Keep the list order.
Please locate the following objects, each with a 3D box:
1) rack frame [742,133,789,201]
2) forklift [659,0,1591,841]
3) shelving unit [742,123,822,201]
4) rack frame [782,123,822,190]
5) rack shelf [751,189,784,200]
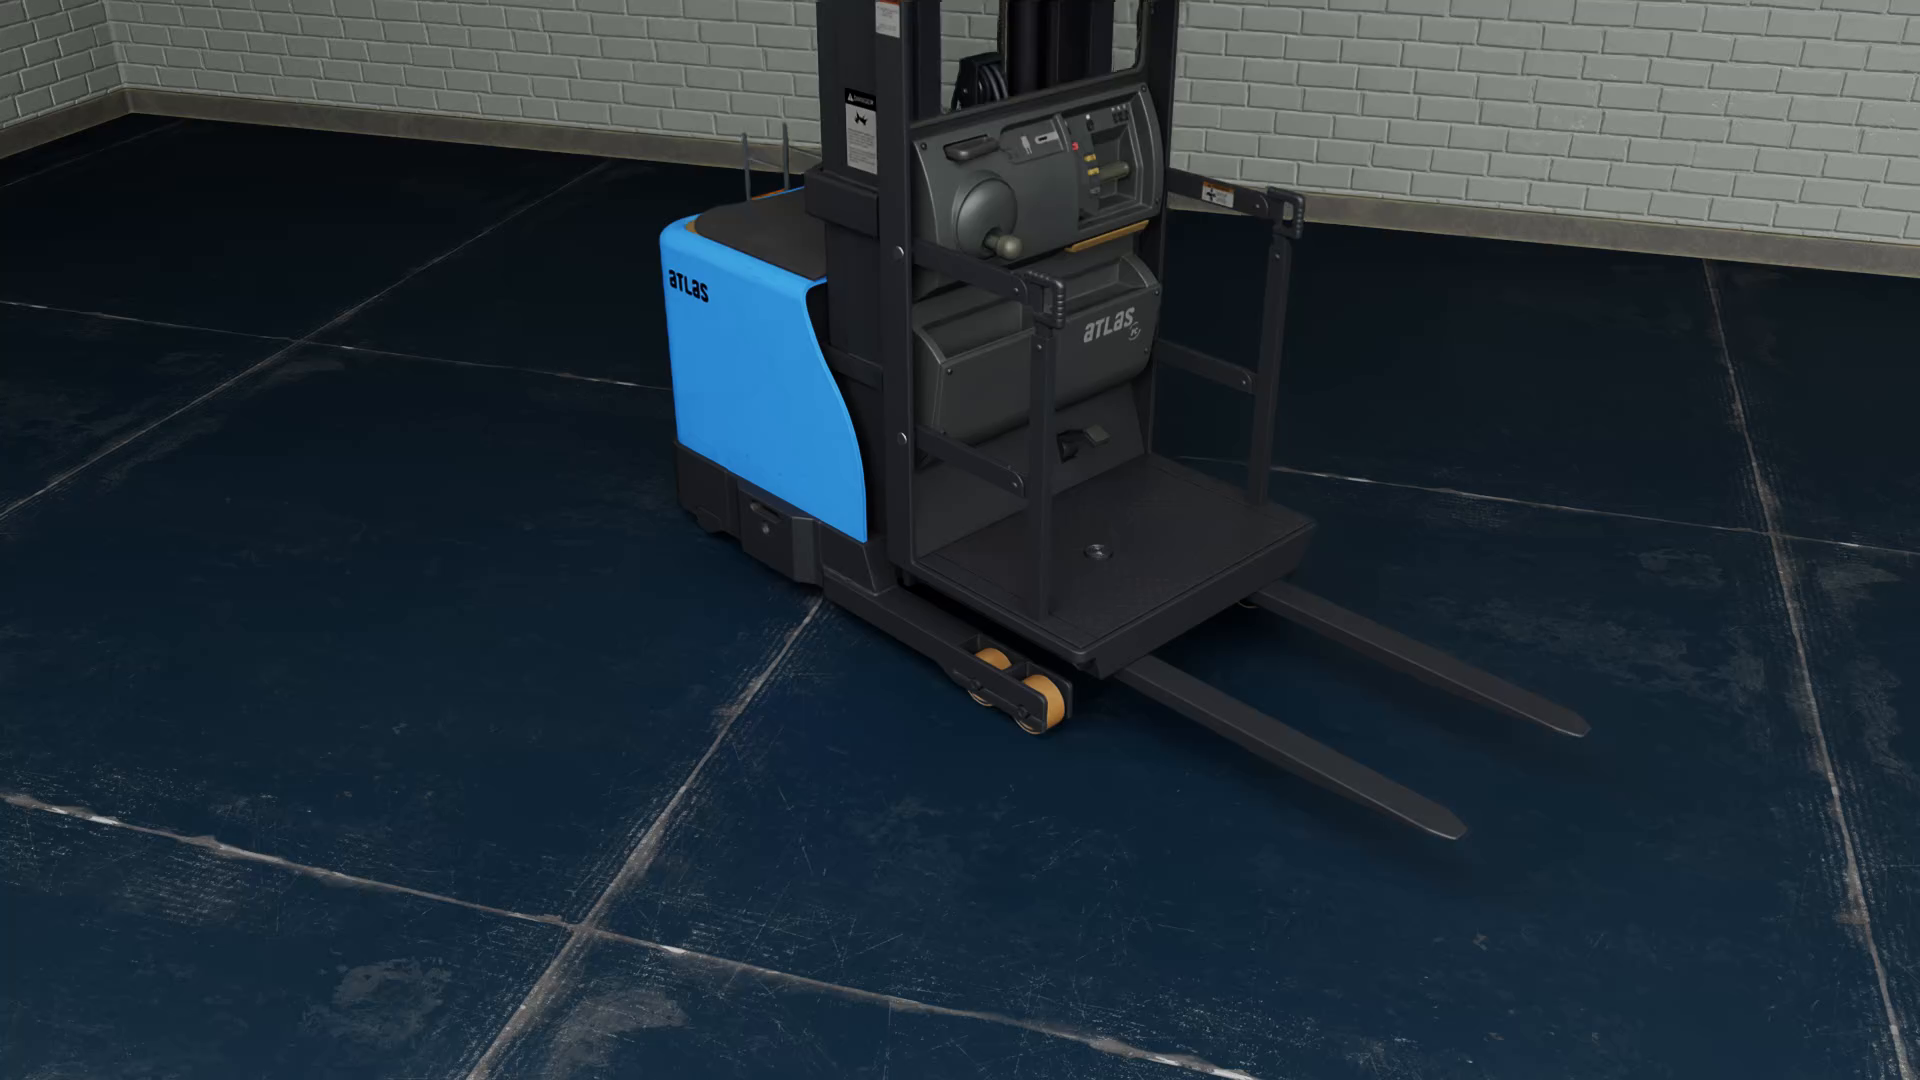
[{"bbox_3d":[-0.681,-0.871,6.082,0.006,1.200,0.240,-26,38,-38],"label":"rack frame"},{"bbox_3d":[0.387,-1.010,4.551,1.130,2.935,3.031,-25,38,-37],"label":"forklift"},{"bbox_3d":[-0.616,-0.903,6.138,0.189,1.200,0.258,-26,38,-38],"label":"shelving unit"},{"bbox_3d":[-0.552,-0.934,6.195,0.006,1.200,0.240,-26,38,-38],"label":"rack frame"},{"bbox_3d":[-0.616,-1.178,5.985,0.180,0.103,0.258,-26,38,-38],"label":"rack shelf"}]
